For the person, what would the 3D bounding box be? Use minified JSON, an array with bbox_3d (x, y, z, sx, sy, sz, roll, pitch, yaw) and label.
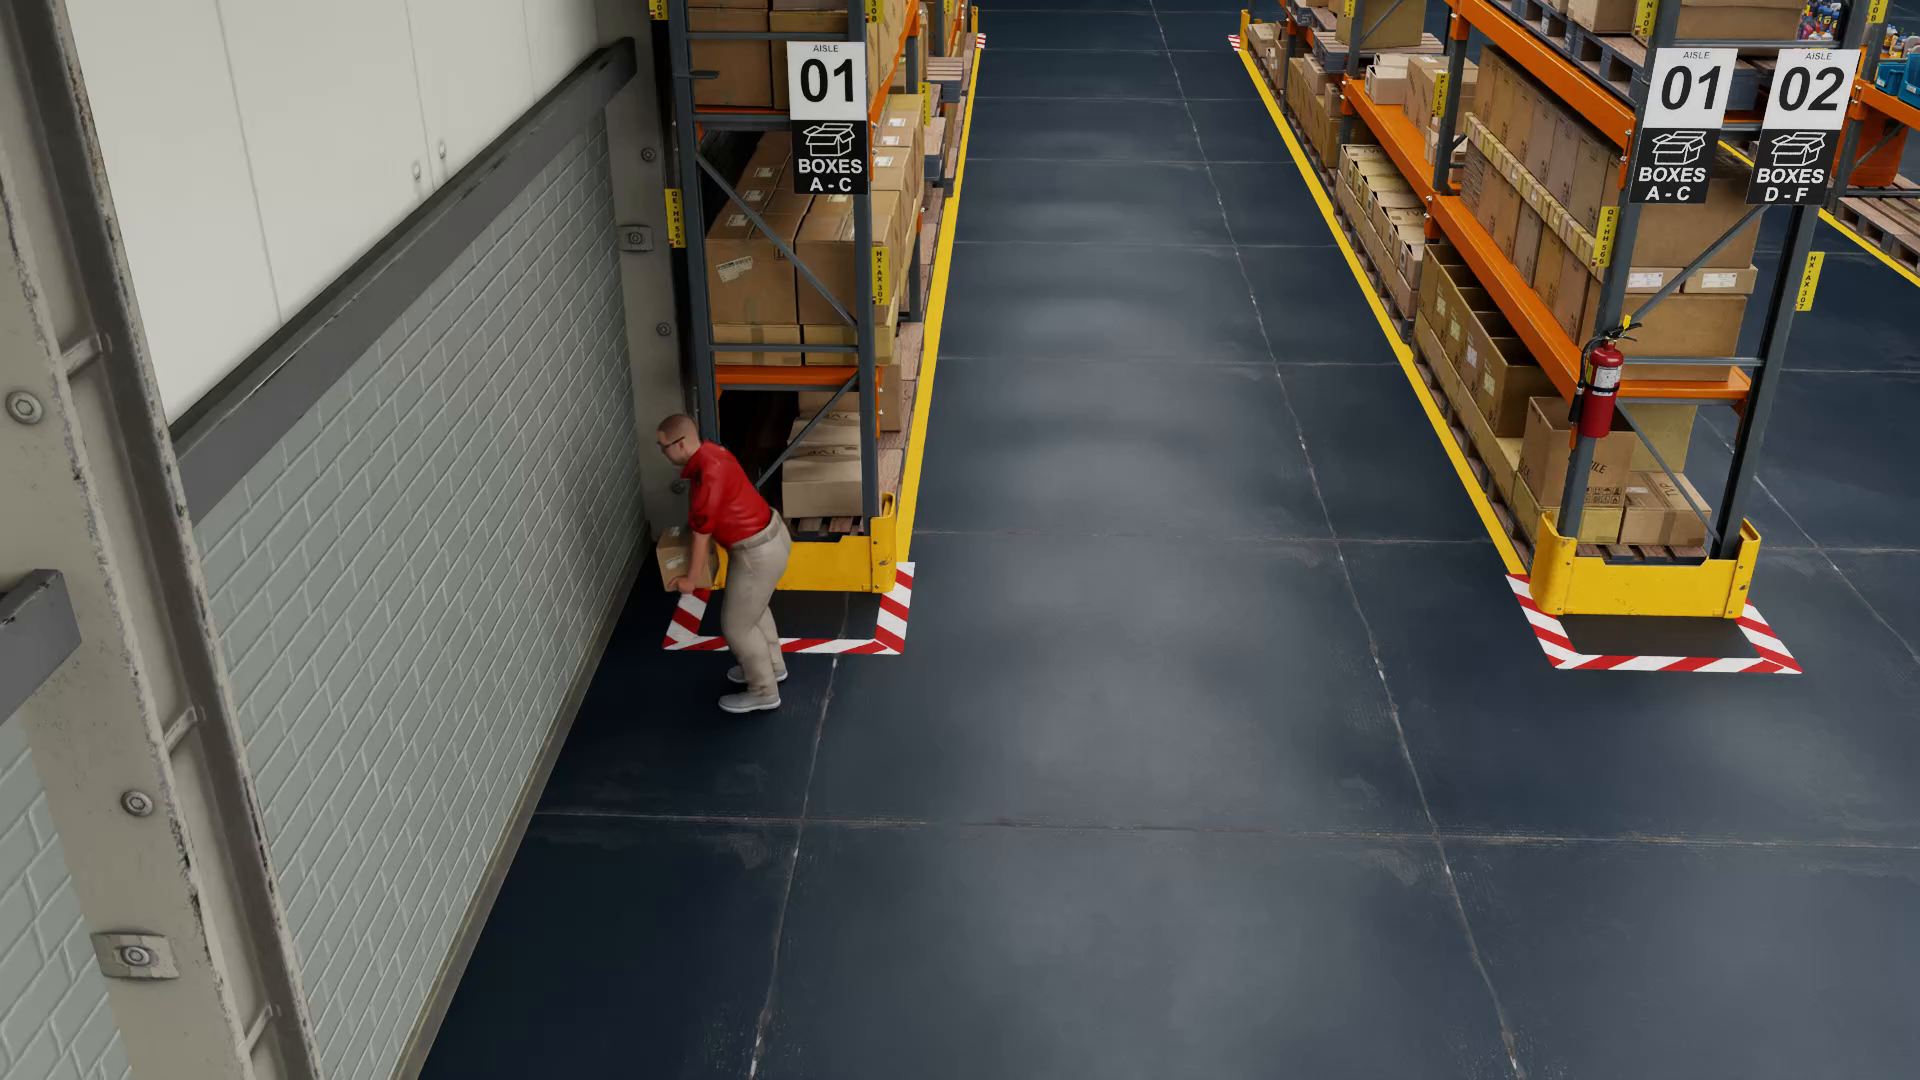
[{"bbox_3d":[-1.184,0.104,8.553,0.622,1.632,0.484,0,28,1],"label":"person"}]
